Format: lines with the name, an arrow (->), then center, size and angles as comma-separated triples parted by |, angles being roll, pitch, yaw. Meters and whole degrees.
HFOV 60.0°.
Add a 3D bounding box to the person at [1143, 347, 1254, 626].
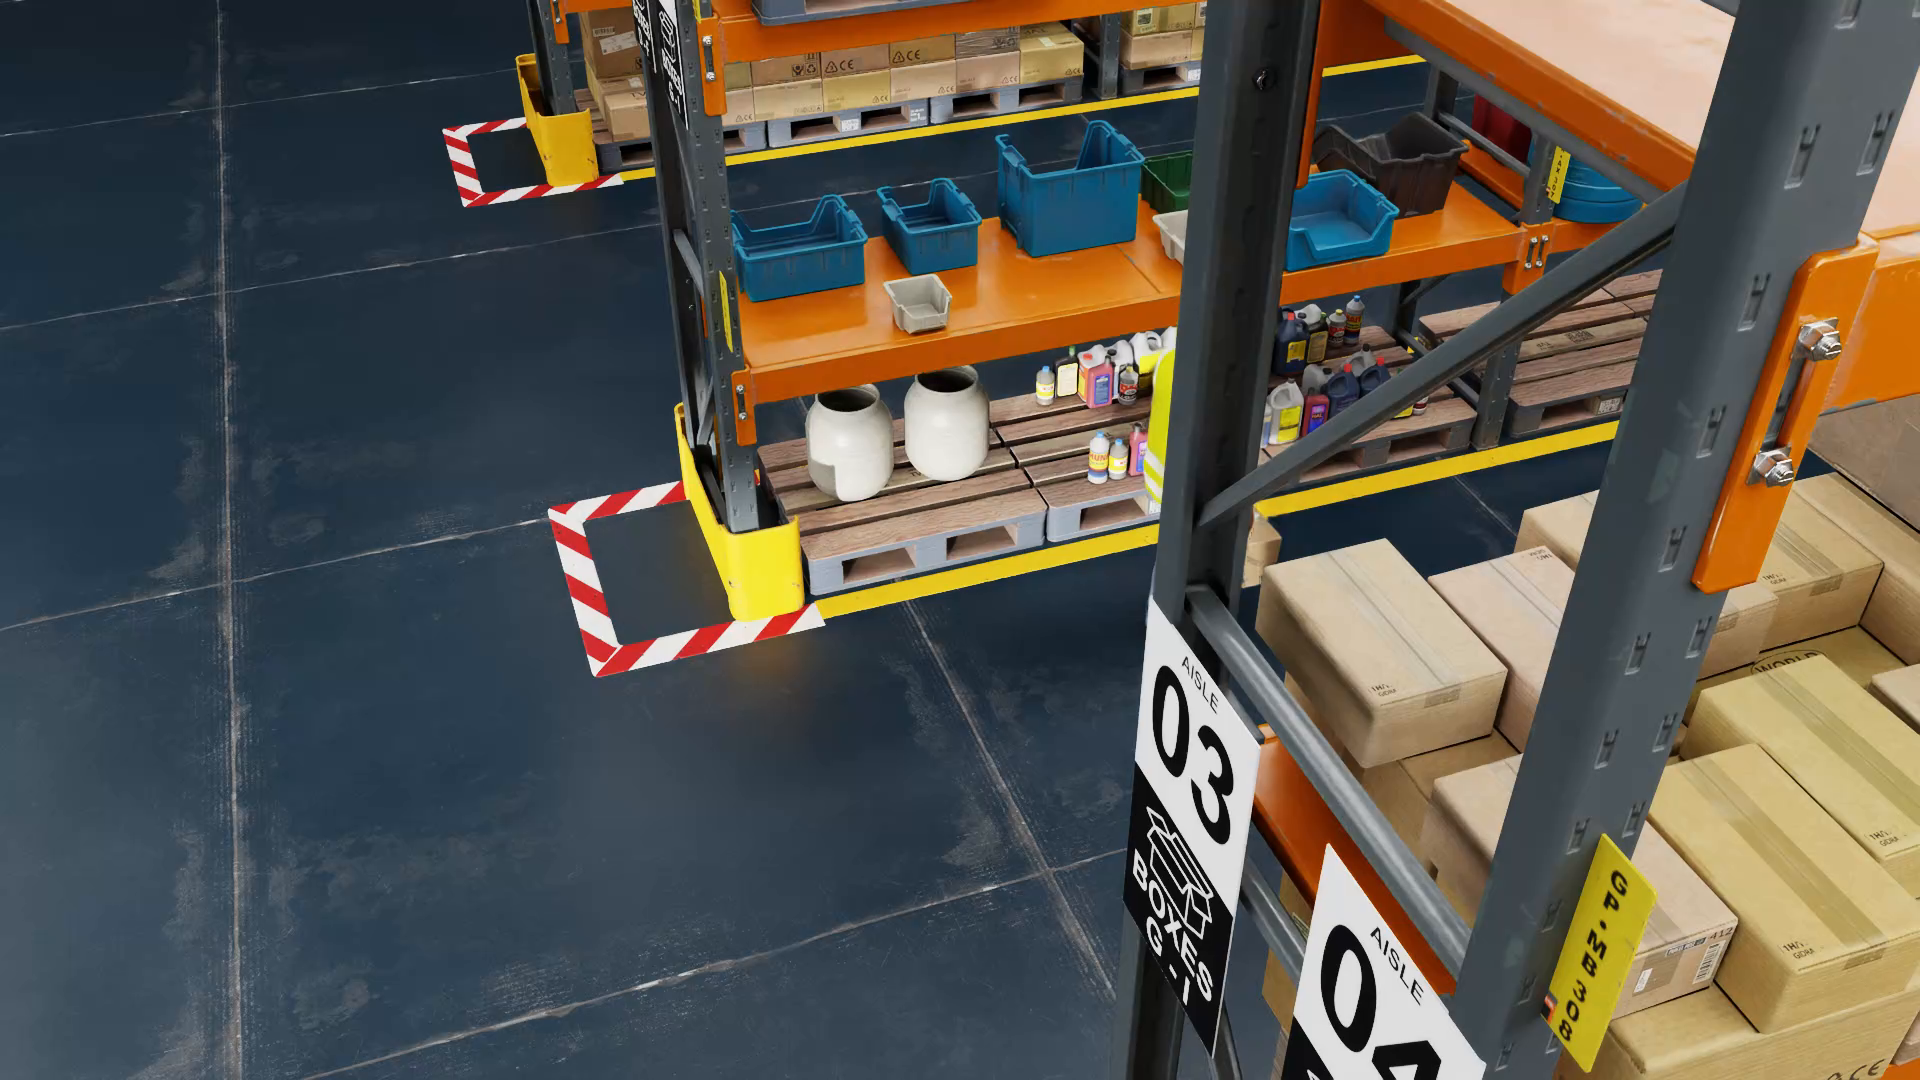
person -> 1.005, -0.226, 7.061 | 0.430, 1.764, 0.591 | -14, 40, -17
